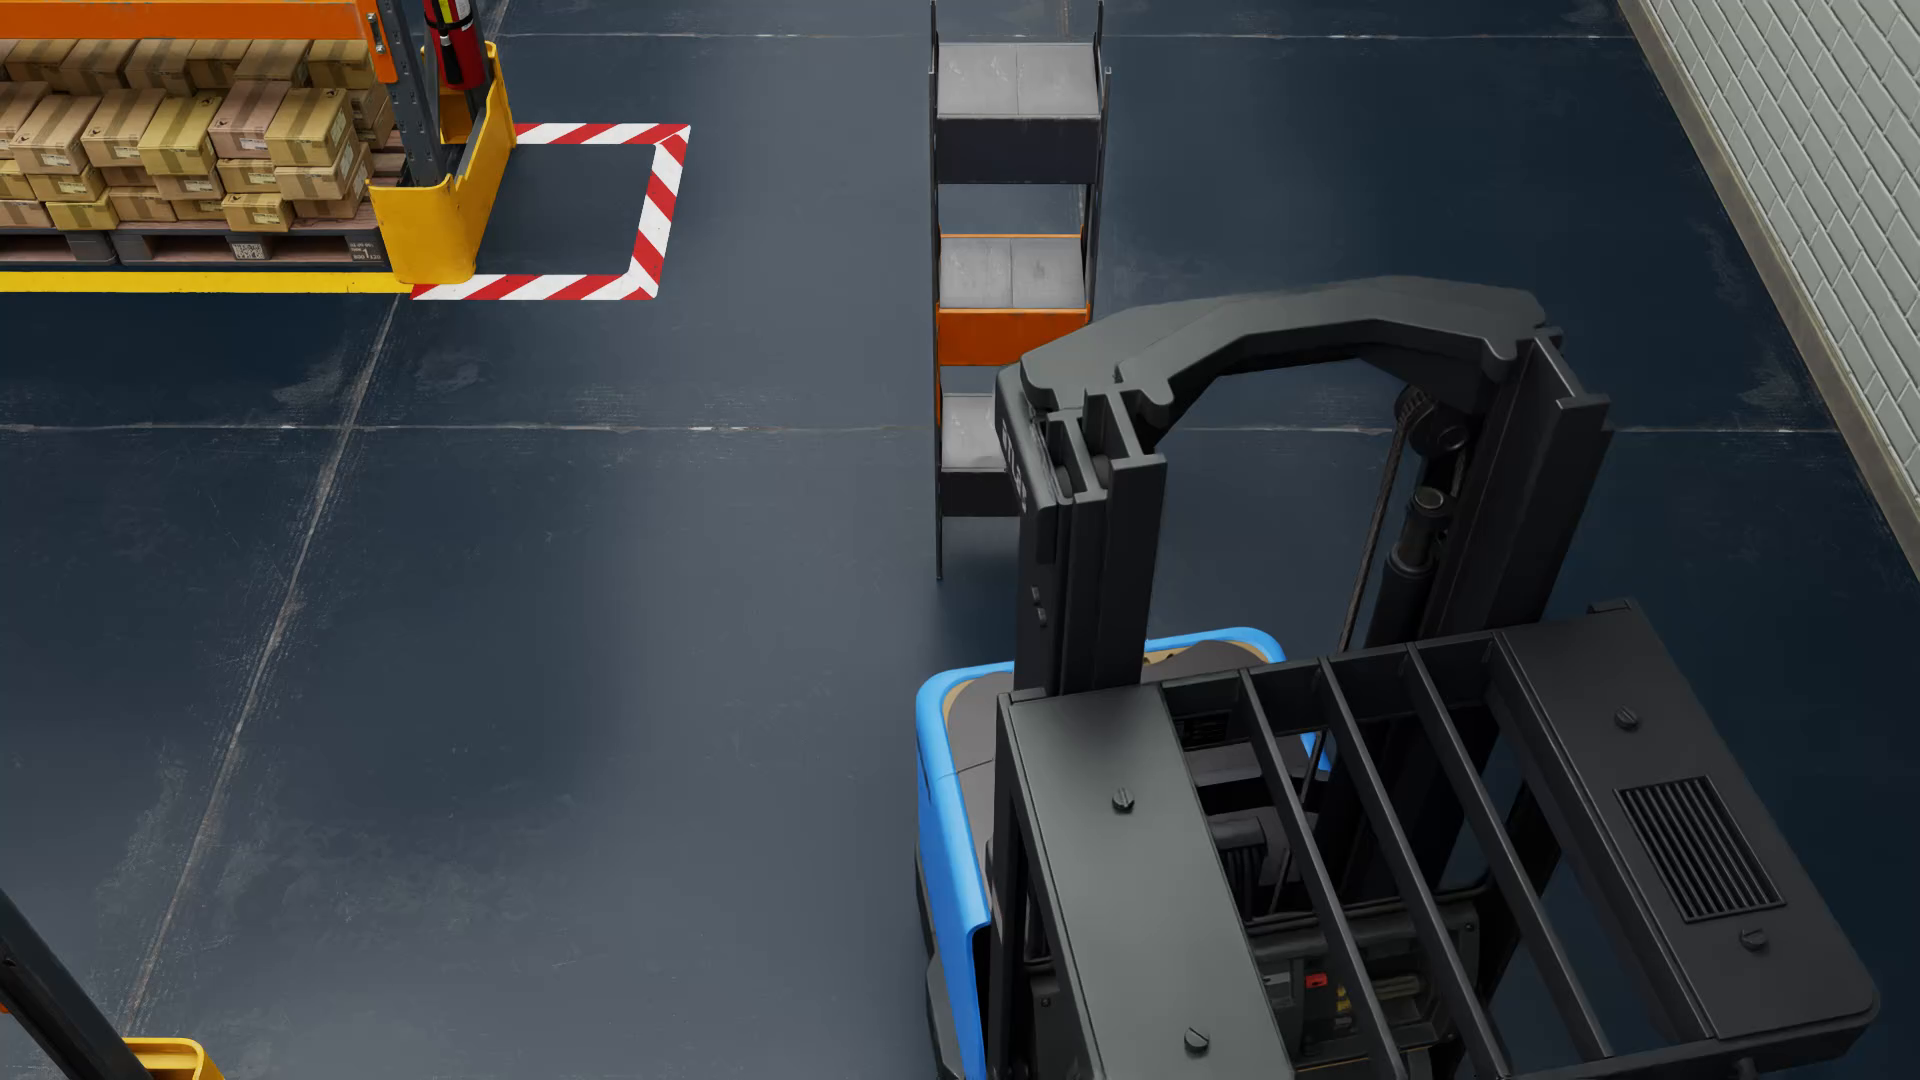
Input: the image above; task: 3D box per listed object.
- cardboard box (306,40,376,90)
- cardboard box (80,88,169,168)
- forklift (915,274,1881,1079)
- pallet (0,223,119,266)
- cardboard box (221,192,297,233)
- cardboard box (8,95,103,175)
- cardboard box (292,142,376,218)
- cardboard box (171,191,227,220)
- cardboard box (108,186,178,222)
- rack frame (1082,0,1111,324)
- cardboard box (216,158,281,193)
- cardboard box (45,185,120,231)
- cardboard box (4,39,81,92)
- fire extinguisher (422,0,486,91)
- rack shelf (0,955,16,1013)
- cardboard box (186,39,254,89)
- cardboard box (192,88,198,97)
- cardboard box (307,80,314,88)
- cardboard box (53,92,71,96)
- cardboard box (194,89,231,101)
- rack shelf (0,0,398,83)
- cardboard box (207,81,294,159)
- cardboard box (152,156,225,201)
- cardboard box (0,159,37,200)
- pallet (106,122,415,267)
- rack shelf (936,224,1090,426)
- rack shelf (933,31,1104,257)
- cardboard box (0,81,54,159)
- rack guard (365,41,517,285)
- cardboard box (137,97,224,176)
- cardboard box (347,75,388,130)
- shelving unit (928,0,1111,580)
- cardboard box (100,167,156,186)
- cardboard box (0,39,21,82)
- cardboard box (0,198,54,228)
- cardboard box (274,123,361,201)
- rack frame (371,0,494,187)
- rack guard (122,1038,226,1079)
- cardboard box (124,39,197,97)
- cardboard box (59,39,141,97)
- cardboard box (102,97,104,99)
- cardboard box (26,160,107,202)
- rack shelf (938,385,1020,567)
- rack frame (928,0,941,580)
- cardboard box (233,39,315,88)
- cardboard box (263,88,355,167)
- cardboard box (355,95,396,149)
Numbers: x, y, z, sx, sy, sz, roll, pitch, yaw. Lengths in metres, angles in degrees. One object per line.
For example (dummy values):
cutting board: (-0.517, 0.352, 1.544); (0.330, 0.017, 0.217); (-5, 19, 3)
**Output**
cardboard box: (-2.765, -2.196, 7.499); (0.250, 0.149, 0.380); (-2, 47, -2)
cardboard box: (-3.541, -1.760, 7.093); (0.250, 0.149, 0.380); (-2, 47, -1)
forklift: (0.647, 1.087, 3.236); (1.130, 2.935, 3.031); (-8, 48, -7)
pallet: (-4.347, -1.656, 7.647); (1.213, 0.211, 1.003); (0, 47, 0)
cardboard box: (-3.027, -1.519, 7.275); (0.250, 0.149, 0.380); (1, 47, 1)
cardboard box: (-3.810, -1.720, 7.056); (0.250, 0.149, 0.380); (2, 47, 2)
cardboard box: (-2.769, -1.592, 7.344); (0.250, 0.149, 0.380); (1, 47, 1)
cardboard box: (-3.290, -1.583, 7.335); (0.250, 0.149, 0.380); (0, 47, 0)
cardboard box: (-3.537, -1.574, 7.326); (0.250, 0.149, 0.380); (1, 47, 1)
rack frame: (0.410, -0.714, 5.480); (0.015, 2.100, 0.400); (0, 47, 0)
cardboard box: (-3.032, -1.678, 7.220); (0.250, 0.149, 0.380); (-1, 47, -1)
cardboard box: (-3.793, -1.529, 7.284); (0.250, 0.149, 0.380); (-2, 47, -2)
cardboard box: (-4.081, -2.186, 7.489); (0.250, 0.149, 0.380); (1, 47, 1)
fire extinguisher: (-1.992, -2.080, 6.444); (0.183, 0.674, 0.296); (0, 47, 0)
rack shelf: (-4.159, 1.291, 3.490); (4.000, 0.370, 1.077); (0, 47, 0)
cardboard box: (-3.292, -2.204, 7.506); (0.250, 0.149, 0.380); (0, 47, 0)
cardboard box: (-3.540, -2.092, 7.606); (0.250, 0.149, 0.380); (1, 47, 1)
cardboard box: (-3.038, -2.076, 7.591); (0.250, 0.149, 0.380); (0, 47, 0)
cardboard box: (-4.077, -1.994, 7.514); (0.250, 0.149, 0.380); (2, 47, 2)
cardboard box: (-3.284, -2.012, 7.531); (0.250, 0.149, 0.380); (1, 47, 1)
rack shelf: (-4.242, -2.332, 6.863); (4.000, 0.370, 1.077); (0, 47, 0)
cardboard box: (-3.023, -1.805, 7.135); (0.250, 0.149, 0.380); (1, 47, 1)
cardboard box: (-3.290, -1.638, 7.183); (0.250, 0.149, 0.380); (-2, 47, -1)
cardboard box: (-4.065, -1.644, 7.188); (0.250, 0.149, 0.380); (2, 47, 2)
pallet: (-3.130, -1.650, 7.642); (1.213, 0.211, 1.003); (0, 47, 0)
rack shelf: (0.166, -0.706, 5.491); (0.480, 0.518, 0.431); (0, 47, 0)
rack shelf: (0.166, -1.183, 4.979); (0.480, 0.518, 0.431); (0, 47, 0)
cardboard box: (-4.073, -1.802, 7.132); (0.250, 0.149, 0.380); (-1, 47, -1)
rack guard: (-2.318, -1.720, 7.510); (0.348, 0.500, 1.175); (0, 47, 0)
cardboard box: (-3.283, -1.713, 7.049); (0.250, 0.149, 0.380); (-1, 47, -1)
cardboard box: (-2.765, -2.034, 7.552); (0.250, 0.149, 0.380); (2, 47, 2)
shelving unit: (0.166, -0.715, 5.481); (0.503, 2.100, 0.431); (0, 47, 0)
cardboard box: (-3.559, -1.714, 7.253); (0.250, 0.149, 0.380); (0, 47, 0)
cardboard box: (-4.332, -2.116, 7.425); (0.250, 0.149, 0.380); (0, 47, 0)
cardboard box: (-4.066, -1.544, 7.299); (0.250, 0.149, 0.380); (1, 47, 1)
cardboard box: (-2.771, -1.637, 7.182); (0.250, 0.149, 0.380); (-1, 47, -1)
rack frame: (-2.242, -2.572, 6.595); (0.127, 3.000, 1.000); (0, 47, 0)
rack guard: (-2.135, 1.903, 4.137); (0.348, 0.500, 1.175); (0, 47, 0)
cardboard box: (-3.540, -2.144, 7.450); (0.250, 0.149, 0.380); (-2, 47, -2)
cardboard box: (-3.818, -2.151, 7.458); (0.250, 0.149, 0.380); (2, 47, 2)
cardboard box: (-3.805, -2.024, 7.542); (0.250, 0.149, 0.380); (-2, 47, -2)
cardboard box: (-3.808, -1.630, 7.175); (0.250, 0.149, 0.380); (1, 47, 1)
rack shelf: (0.166, -0.229, 6.003); (0.480, 0.518, 0.431); (0, 47, 0)
rack frame: (-0.078, -0.716, 5.482); (0.015, 2.100, 0.400); (0, 47, 0)
cardboard box: (-3.041, -2.109, 7.418); (0.250, 0.149, 0.380); (1, 47, 1)
cardboard box: (-2.772, -1.762, 7.095); (0.250, 0.149, 0.380); (1, 47, 1)
cardboard box: (-2.765, -1.979, 7.704); (0.250, 0.149, 0.380); (1, 47, 1)
